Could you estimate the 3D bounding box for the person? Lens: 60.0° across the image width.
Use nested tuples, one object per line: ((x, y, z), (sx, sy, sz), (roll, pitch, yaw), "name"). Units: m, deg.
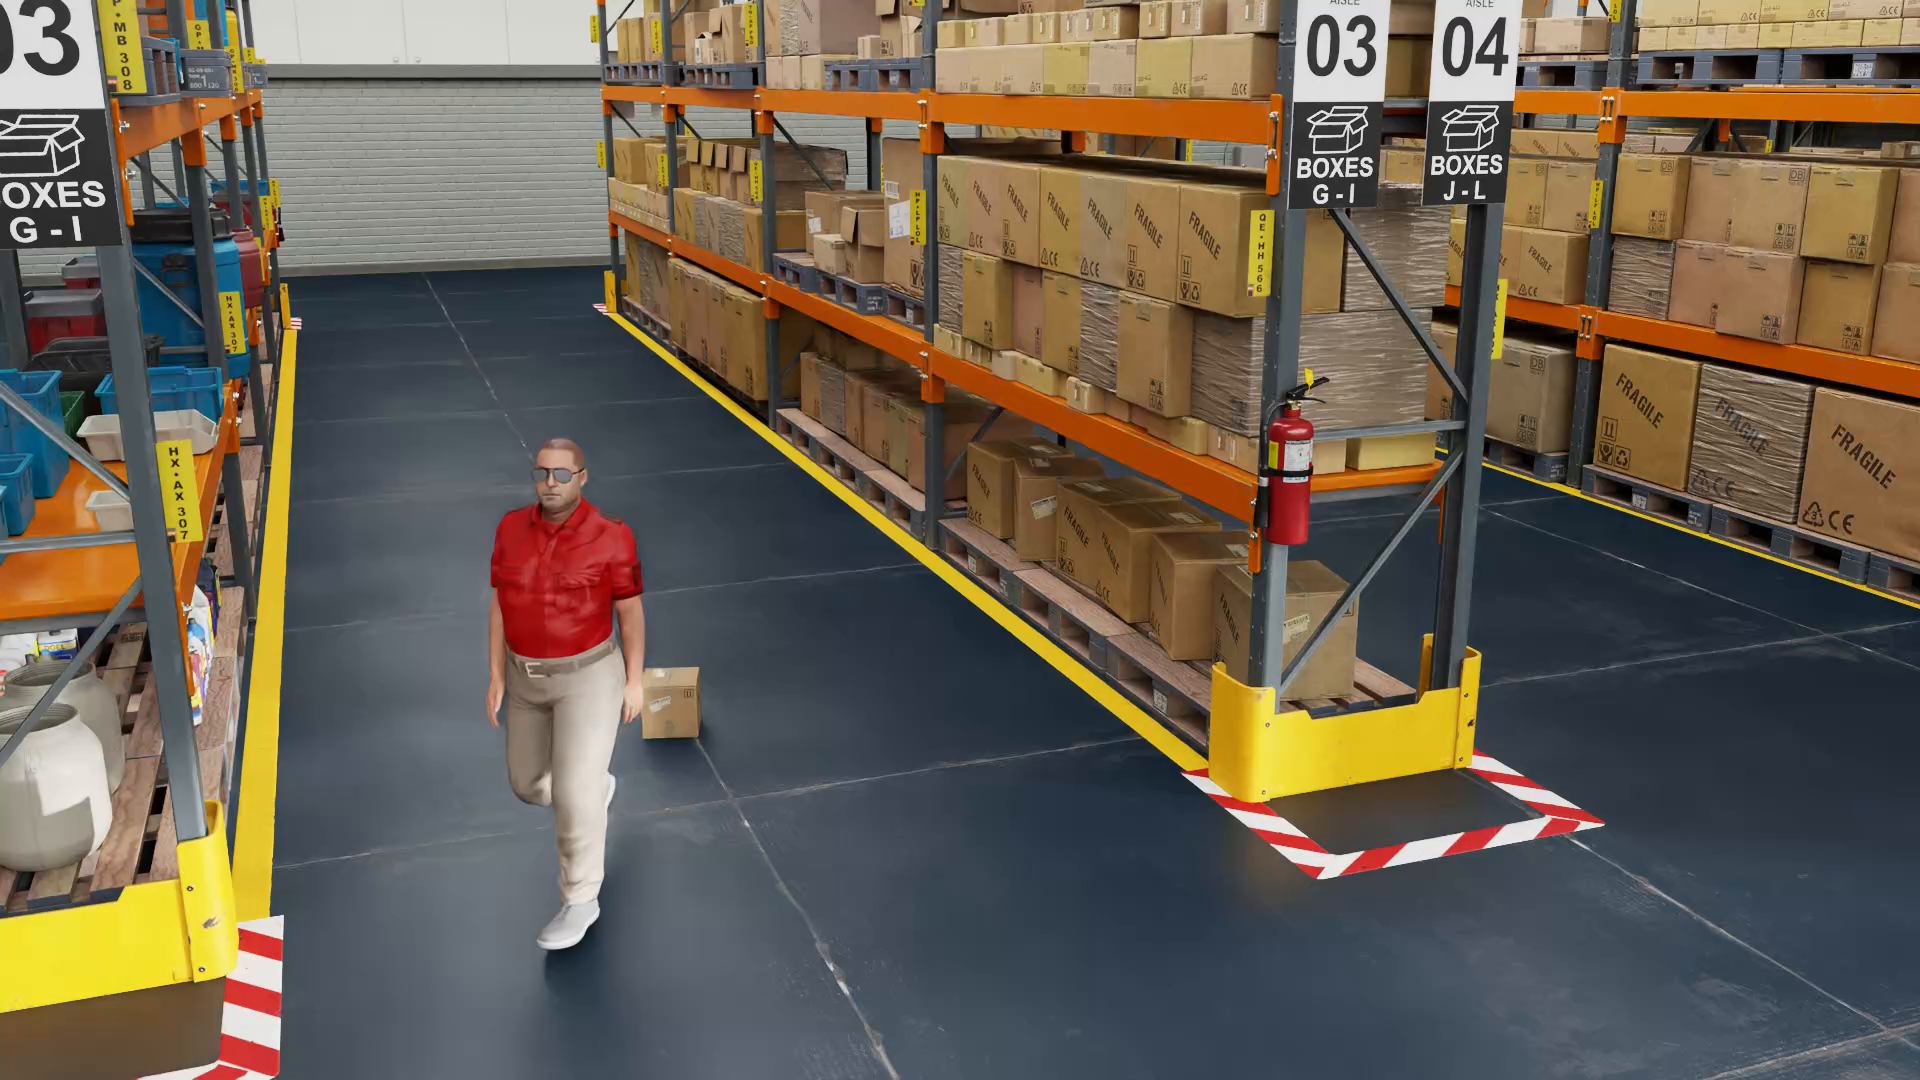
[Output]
((-1.362, 0.470, 5.807), (0.529, 1.688, 0.862), (4, 16, 14), "person")
